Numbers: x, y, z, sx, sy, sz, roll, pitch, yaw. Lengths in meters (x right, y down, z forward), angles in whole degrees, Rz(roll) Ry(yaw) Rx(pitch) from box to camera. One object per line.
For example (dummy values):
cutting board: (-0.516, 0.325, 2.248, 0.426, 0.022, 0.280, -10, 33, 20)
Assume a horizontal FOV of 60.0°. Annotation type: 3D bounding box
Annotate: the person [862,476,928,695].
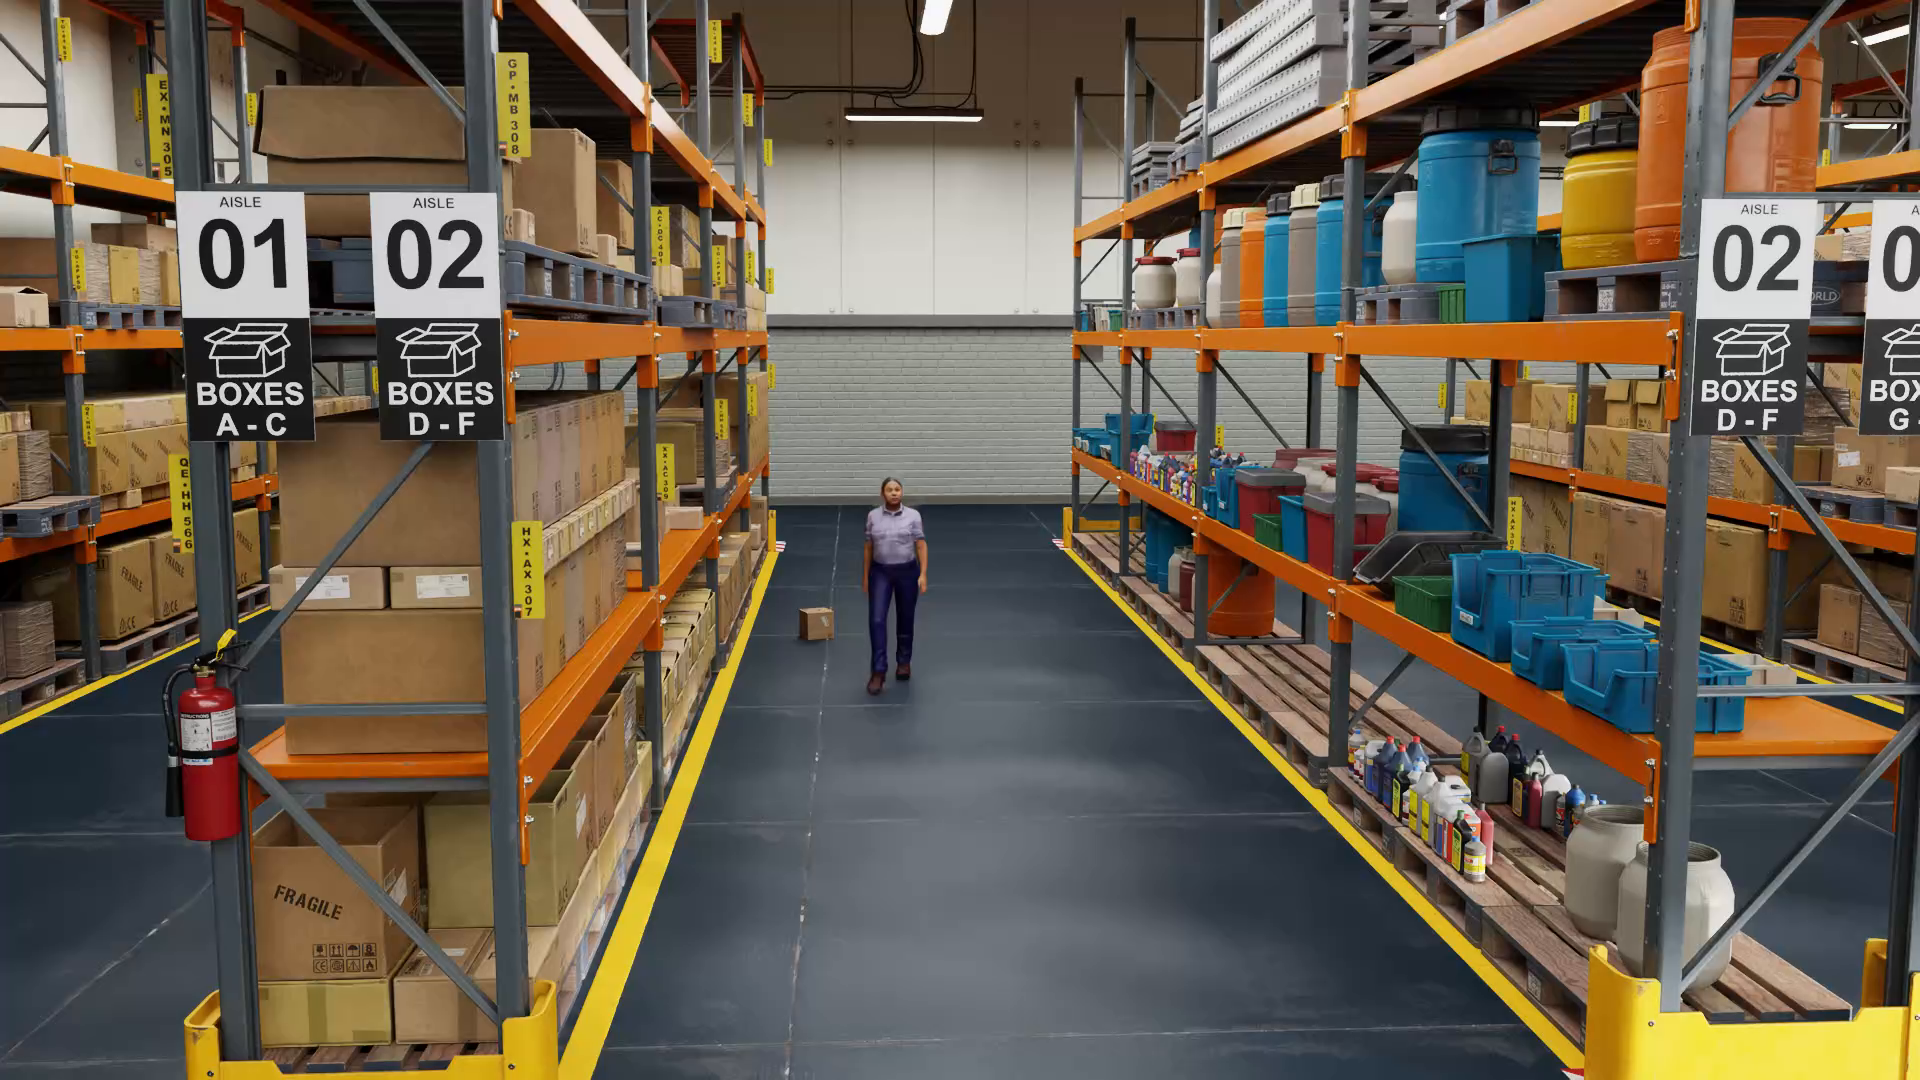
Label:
person: (-0.516, 0.326, 13.134, 0.522, 1.646, 0.833, 0, 7, -3)
